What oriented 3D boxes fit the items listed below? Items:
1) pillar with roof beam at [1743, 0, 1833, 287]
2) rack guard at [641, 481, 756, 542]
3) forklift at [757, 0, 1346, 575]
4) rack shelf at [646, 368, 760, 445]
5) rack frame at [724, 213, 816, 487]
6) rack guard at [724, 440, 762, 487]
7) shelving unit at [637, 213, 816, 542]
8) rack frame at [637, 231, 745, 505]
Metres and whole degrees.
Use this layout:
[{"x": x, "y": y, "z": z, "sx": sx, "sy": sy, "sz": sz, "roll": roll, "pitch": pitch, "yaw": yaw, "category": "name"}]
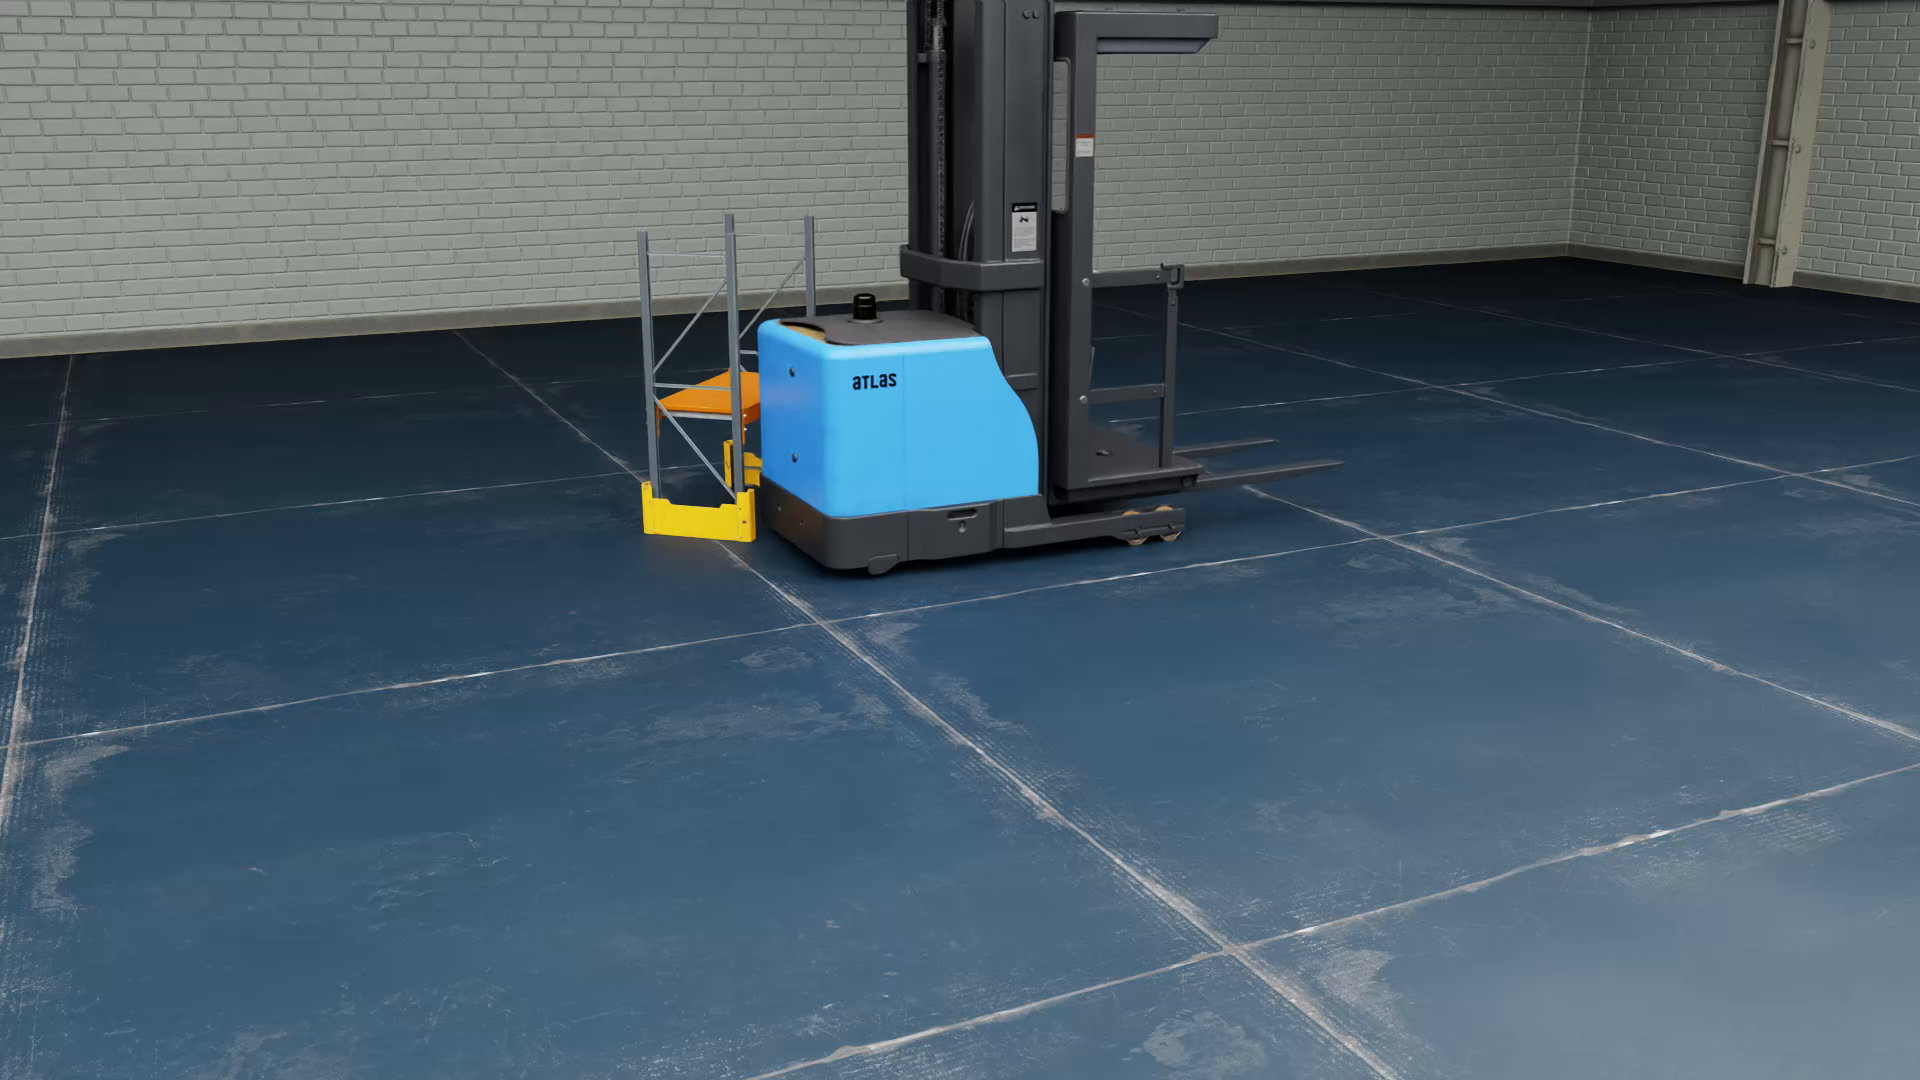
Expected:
[{"x": 4.760, "y": -6.535, "z": 14.708, "sx": 9.100, "sy": 9.000, "sz": 0.400, "roll": -8, "pitch": 18, "yaw": -25, "category": "pillar with roof beam"}, {"x": -1.304, "y": -0.143, "z": 8.295, "sx": 0.587, "sy": 0.250, "sz": 0.087, "roll": 5, "pitch": 17, "yaw": 16, "category": "rack guard"}, {"x": 0.556, "y": -1.508, "z": 8.194, "sx": 3.031, "sy": 2.935, "sz": 1.130, "roll": -8, "pitch": 18, "yaw": -25, "category": "forklift"}, {"x": -1.161, "y": -0.705, "z": 8.640, "sx": 0.538, "sy": 0.185, "sz": 1.000, "roll": 5, "pitch": 17, "yaw": 16, "category": "rack shelf"}, {"x": -1.018, "y": -1.012, "z": 9.059, "sx": 0.500, "sy": 1.500, "sz": 0.032, "roll": 5, "pitch": 17, "yaw": 16, "category": "rack frame"}, {"x": -1.023, "y": -0.406, "z": 9.214, "sx": 0.587, "sy": 0.250, "sz": 0.087, "roll": 5, "pitch": 17, "yaw": 16, "category": "rack guard"}, {"x": -1.164, "y": -0.875, "z": 8.582, "sx": 0.587, "sy": 1.500, "sz": 1.083, "roll": 5, "pitch": 17, "yaw": 16, "category": "shelving unit"}, {"x": -1.305, "y": -0.743, "z": 8.122, "sx": 0.500, "sy": 1.500, "sz": 0.032, "roll": 5, "pitch": 17, "yaw": 16, "category": "rack frame"}]
